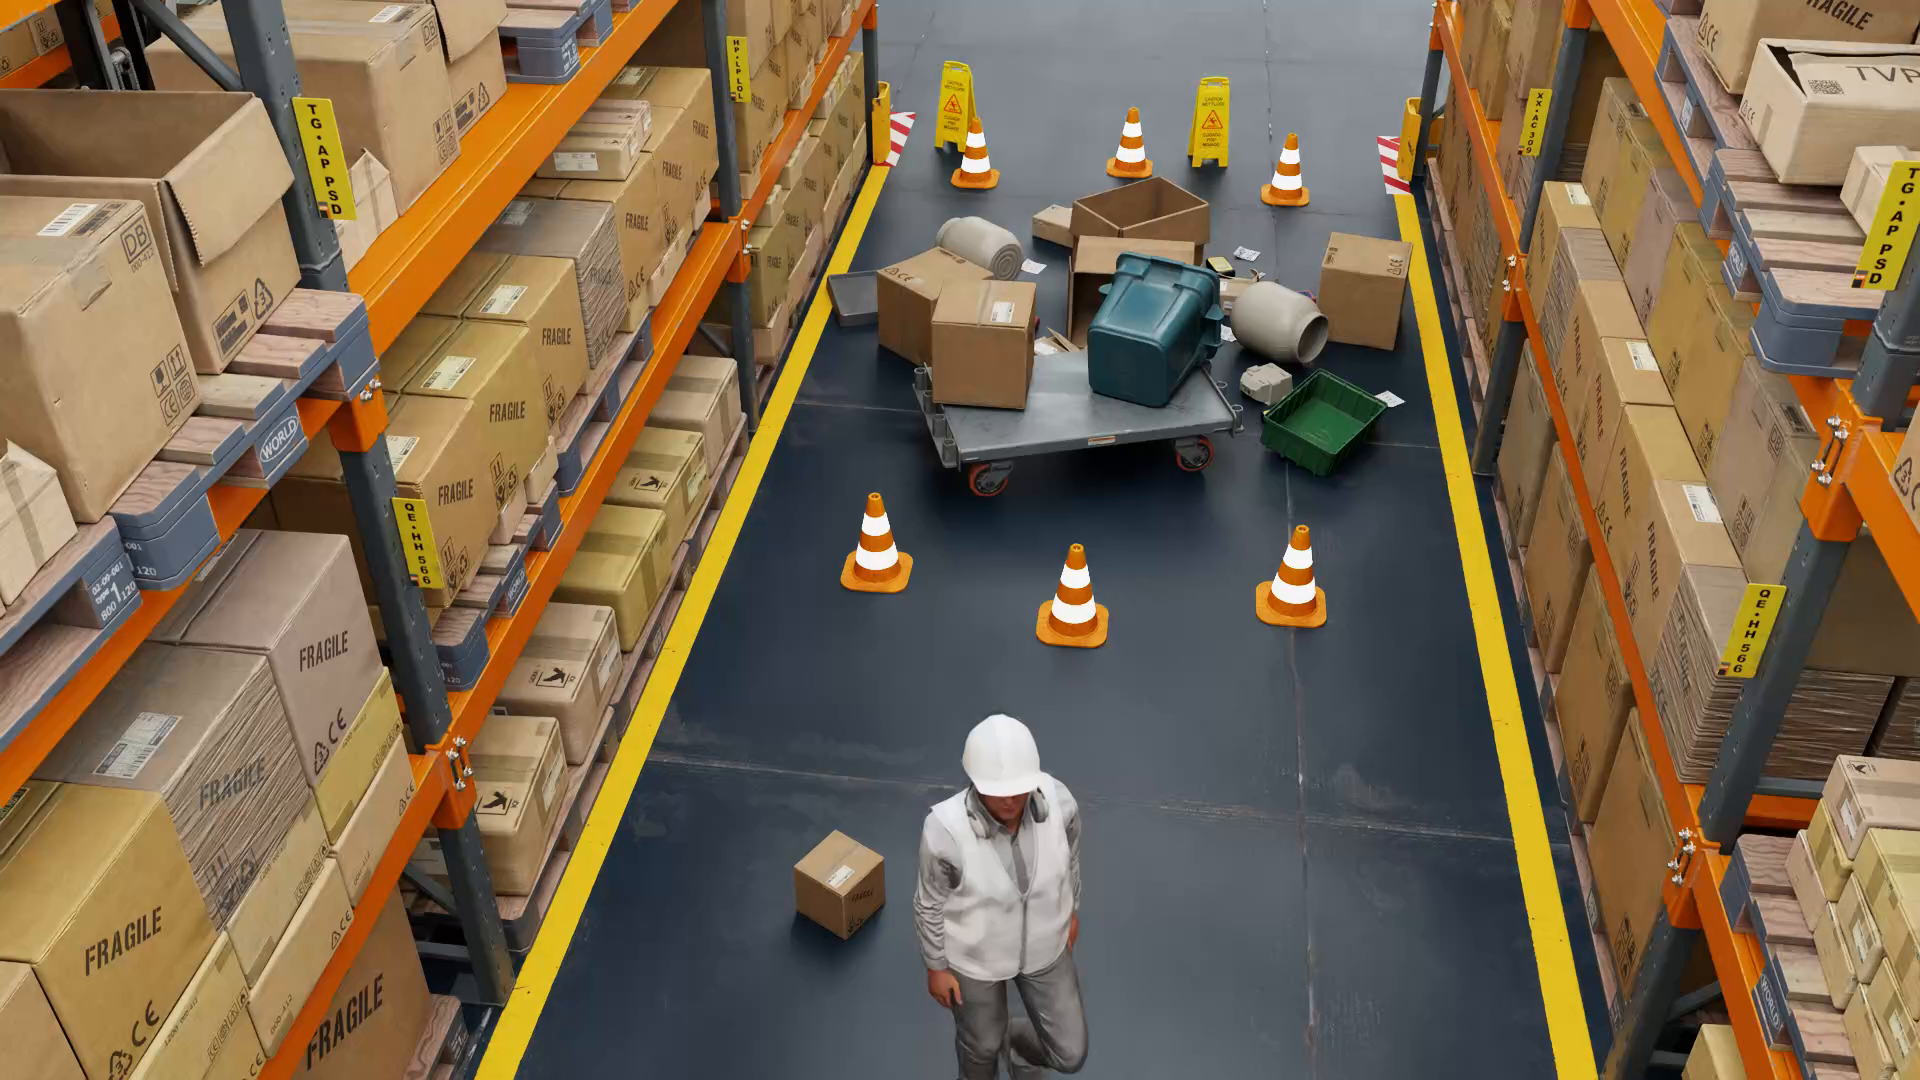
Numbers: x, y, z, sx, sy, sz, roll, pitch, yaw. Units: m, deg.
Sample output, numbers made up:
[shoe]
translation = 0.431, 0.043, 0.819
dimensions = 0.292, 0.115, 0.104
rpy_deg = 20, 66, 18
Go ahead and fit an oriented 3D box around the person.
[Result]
[person]
translation = 0.146, 1.287, 5.202
dimensions = 0.563, 1.779, 0.448
rpy_deg = -12, 37, -15
